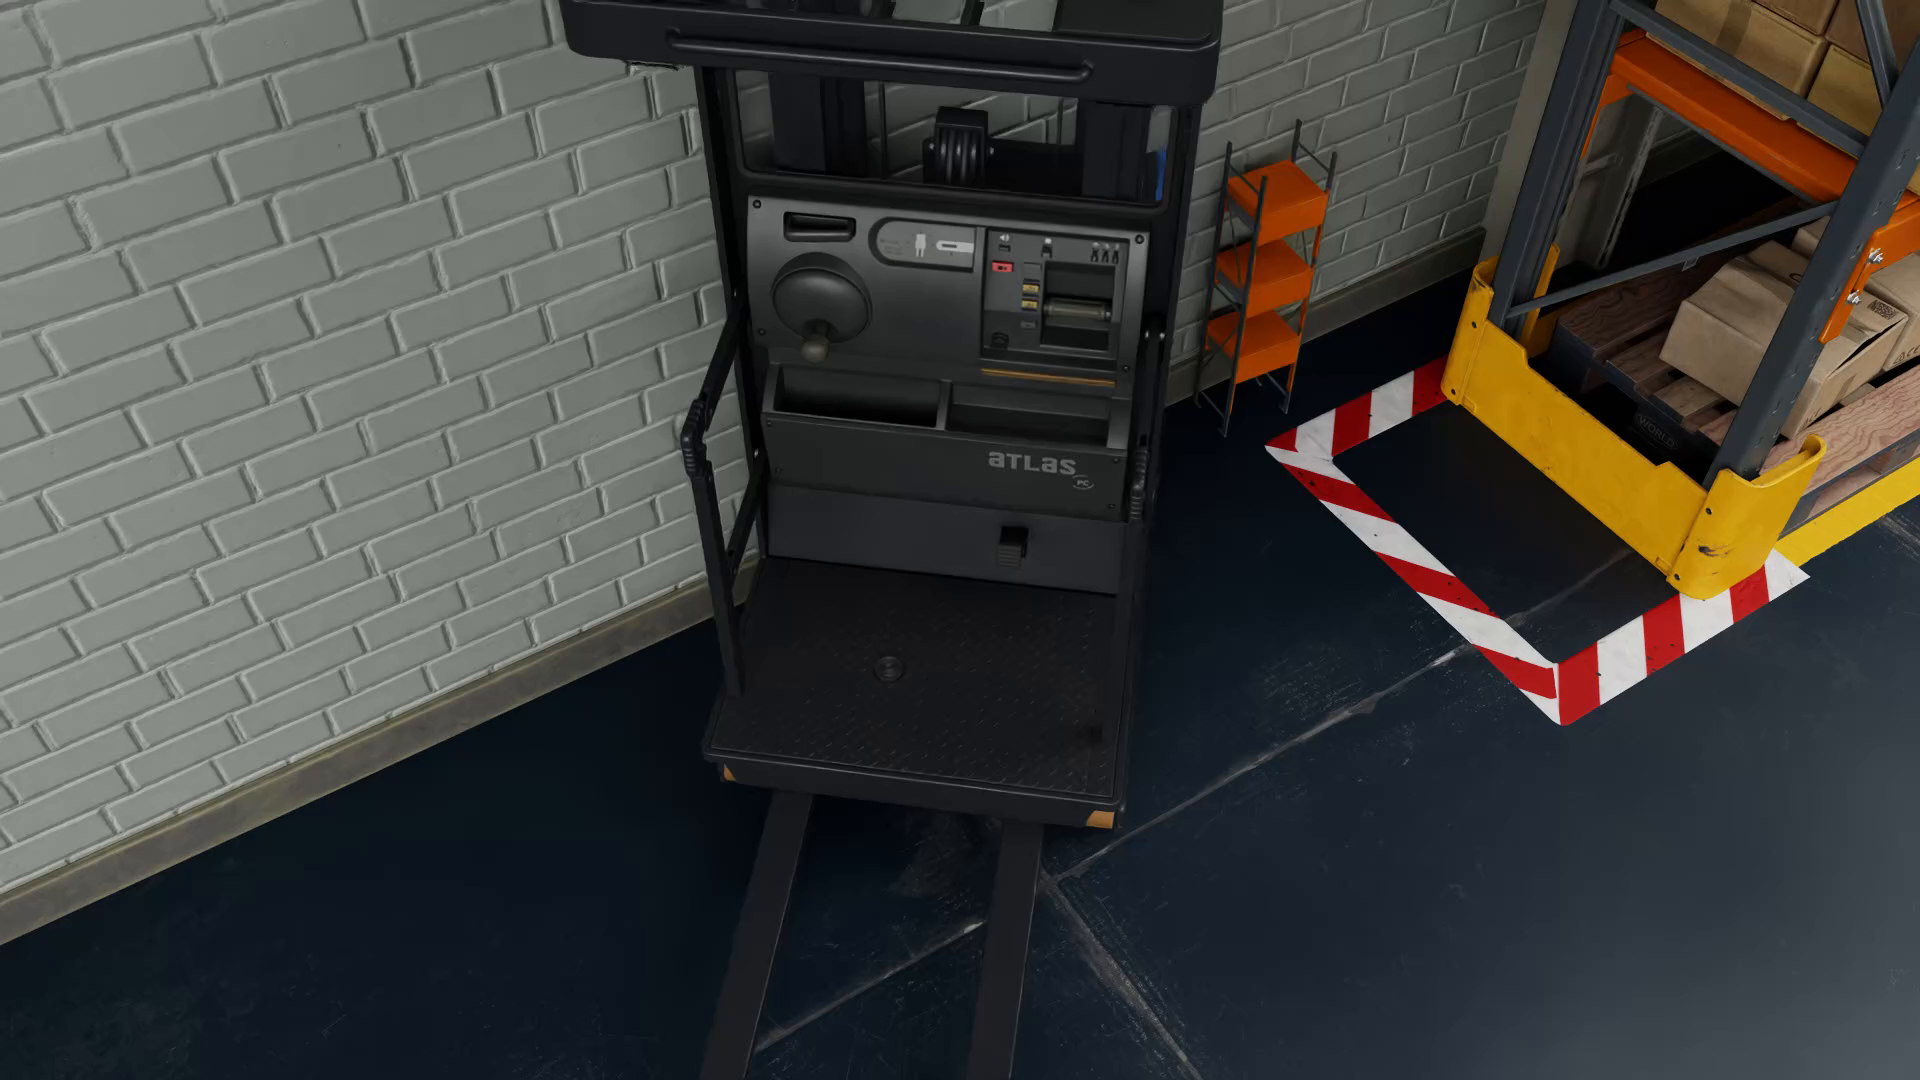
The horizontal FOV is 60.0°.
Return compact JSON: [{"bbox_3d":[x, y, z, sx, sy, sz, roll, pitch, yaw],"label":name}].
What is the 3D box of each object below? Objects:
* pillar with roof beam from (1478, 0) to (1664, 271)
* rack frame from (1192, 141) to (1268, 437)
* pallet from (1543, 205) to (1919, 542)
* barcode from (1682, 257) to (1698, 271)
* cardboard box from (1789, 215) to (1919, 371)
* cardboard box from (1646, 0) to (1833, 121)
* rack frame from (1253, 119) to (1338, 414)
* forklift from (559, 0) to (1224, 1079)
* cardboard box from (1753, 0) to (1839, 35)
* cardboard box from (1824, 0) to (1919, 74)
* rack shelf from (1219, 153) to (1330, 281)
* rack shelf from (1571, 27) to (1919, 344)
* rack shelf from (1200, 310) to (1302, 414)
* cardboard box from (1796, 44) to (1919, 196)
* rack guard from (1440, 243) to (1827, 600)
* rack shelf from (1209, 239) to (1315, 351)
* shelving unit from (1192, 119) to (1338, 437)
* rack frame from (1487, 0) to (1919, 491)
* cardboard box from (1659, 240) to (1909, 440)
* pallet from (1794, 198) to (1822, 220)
[{"bbox_3d":[4.446,-1.305,0.386,0.400,9.000,9.100,-25,53,-21],"label":"pillar with roof beam"},{"bbox_3d":[0.838,-0.758,5.222,0.008,1.050,0.200,-21,52,-17],"label":"rack frame"},{"bbox_3d":[2.789,-0.608,5.650,1.213,0.211,1.003,-25,53,-21],"label":"pallet"},{"bbox_3d":[2.454,-0.937,5.576,0.075,0.075,0.001,-25,53,-21],"label":"barcode"},{"bbox_3d":[3.134,-0.901,5.550,0.500,0.311,0.500,-21,52,-18],"label":"cardboard box"},{"bbox_3d":[2.310,-1.469,4.637,0.500,0.250,0.500,-25,53,-20],"label":"cardboard box"},{"bbox_3d":[1.056,-0.842,5.294,0.008,1.050,0.200,-21,52,-17],"label":"rack frame"},{"bbox_3d":[-0.064,-0.481,3.716,1.130,2.935,3.031,6,49,6],"label":"forklift"},{"bbox_3d":[2.304,-1.732,4.368,0.500,0.500,0.500,-26,53,-21],"label":"cardboard box"},{"bbox_3d":[2.583,-1.410,4.082,0.500,0.500,0.500,-25,53,-21],"label":"cardboard box"},{"bbox_3d":[0.945,-0.981,5.054,0.240,0.259,0.215,-21,52,-17],"label":"rack shelf"},{"bbox_3d":[3.710,-1.761,5.291,4.000,0.370,1.077,-25,53,-21],"label":"rack shelf"},{"bbox_3d":[0.949,-0.609,5.474,0.240,0.259,0.215,-21,52,-17],"label":"rack shelf"},{"bbox_3d":[2.601,-1.154,4.356,0.500,0.250,0.500,-27,54,-22],"label":"cardboard box"},{"bbox_3d":[2.083,-0.402,5.274,0.348,0.500,1.175,-25,53,-21],"label":"rack guard"},{"bbox_3d":[0.947,-0.793,5.266,0.240,0.259,0.215,-21,52,-17],"label":"rack shelf"},{"bbox_3d":[0.947,-0.800,5.258,0.252,1.050,0.215,-21,52,-17],"label":"shelving unit"},{"bbox_3d":[2.018,-1.203,4.313,0.127,3.000,1.000,-25,53,-21],"label":"rack frame"},{"bbox_3d":[2.652,-0.674,5.348,0.500,0.311,0.500,-31,55,-25],"label":"cardboard box"},{"bbox_3d":[3.819,-1.091,6.080,1.213,0.211,1.003,-25,53,-21],"label":"pallet"}]
